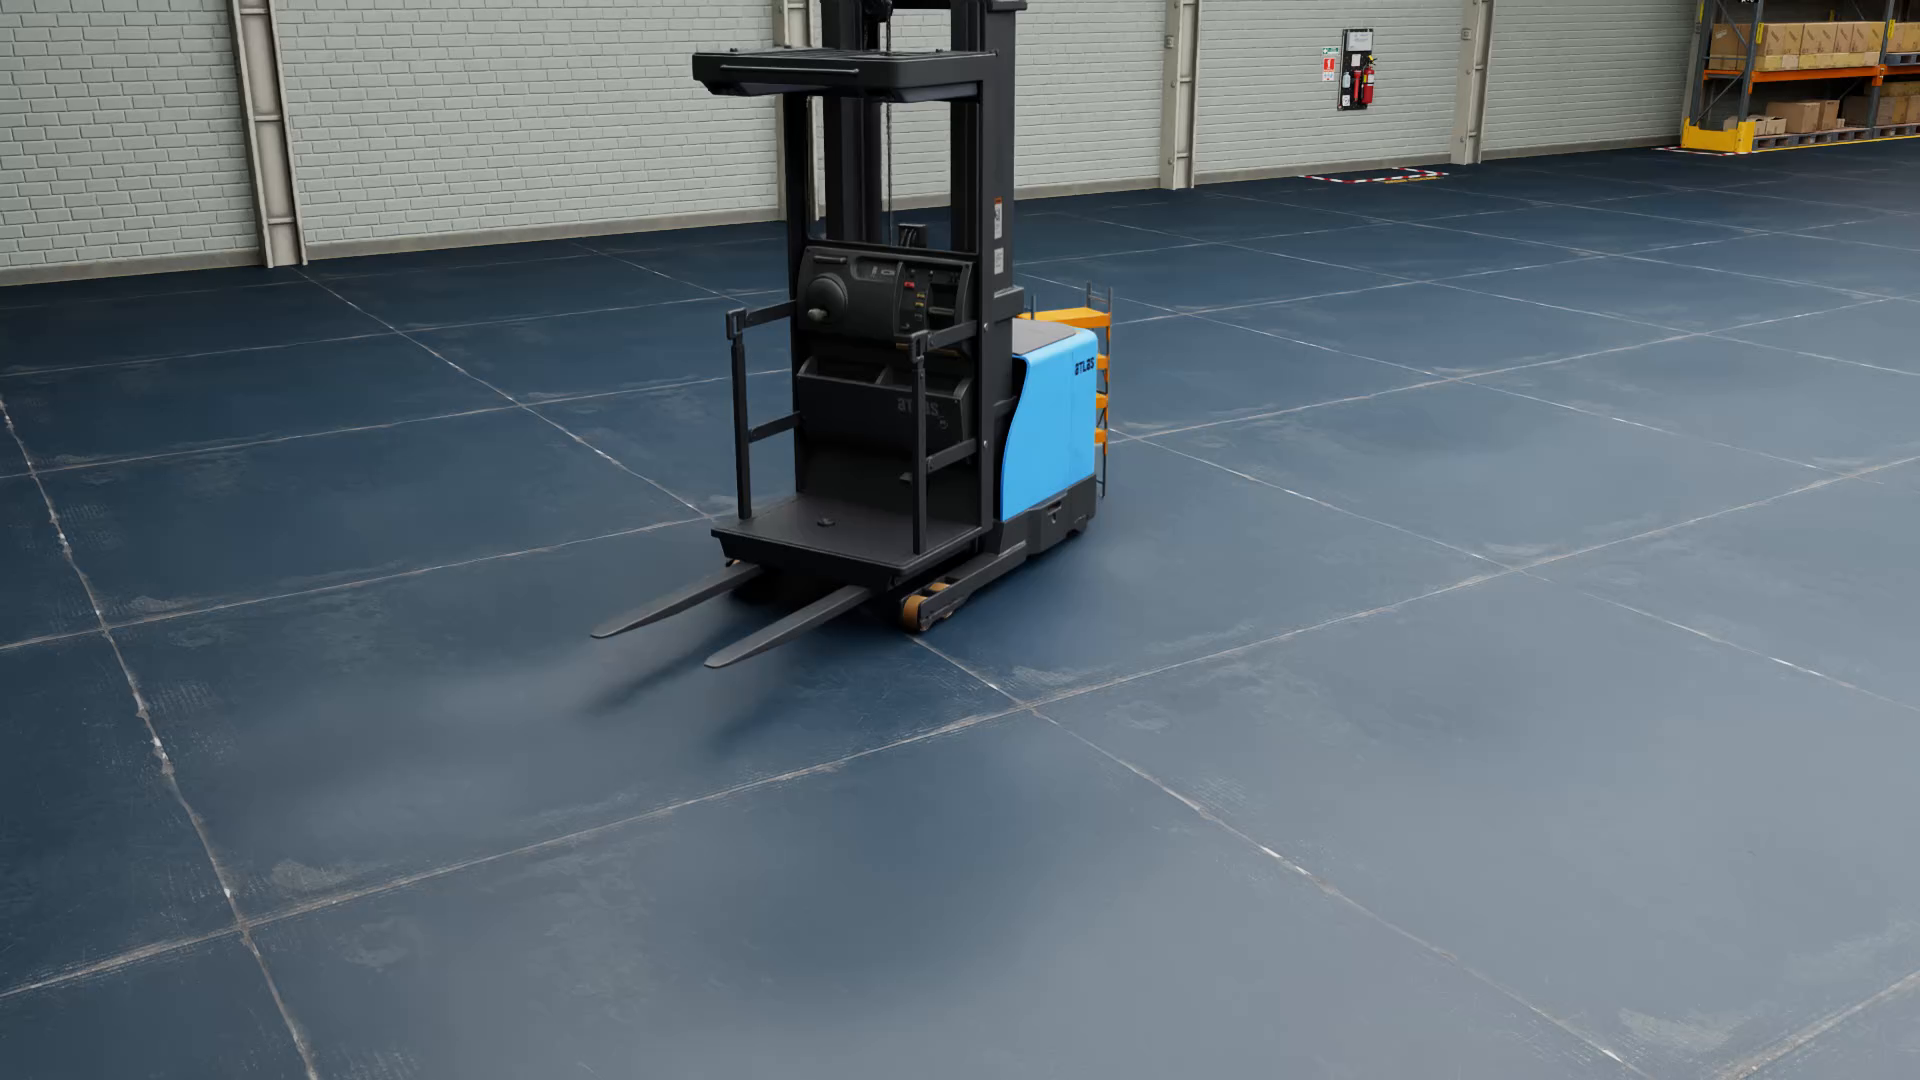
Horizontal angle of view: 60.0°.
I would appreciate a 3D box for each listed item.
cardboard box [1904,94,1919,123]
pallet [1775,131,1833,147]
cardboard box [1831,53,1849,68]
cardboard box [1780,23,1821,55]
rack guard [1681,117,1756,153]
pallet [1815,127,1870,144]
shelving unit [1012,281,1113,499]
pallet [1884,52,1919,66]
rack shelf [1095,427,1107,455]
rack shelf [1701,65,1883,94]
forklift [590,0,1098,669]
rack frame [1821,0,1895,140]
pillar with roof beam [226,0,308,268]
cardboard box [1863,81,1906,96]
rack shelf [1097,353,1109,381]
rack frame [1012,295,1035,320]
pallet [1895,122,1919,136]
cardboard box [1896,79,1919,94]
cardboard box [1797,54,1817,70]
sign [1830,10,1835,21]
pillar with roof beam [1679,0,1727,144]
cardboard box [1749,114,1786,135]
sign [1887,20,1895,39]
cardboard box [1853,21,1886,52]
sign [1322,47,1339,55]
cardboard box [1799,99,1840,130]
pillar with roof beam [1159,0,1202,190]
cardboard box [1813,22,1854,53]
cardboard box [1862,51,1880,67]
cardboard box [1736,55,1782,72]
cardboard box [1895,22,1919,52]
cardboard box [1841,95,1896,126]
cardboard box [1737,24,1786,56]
[{"bbox_3d":[17.759,-8.189,31.500,0.500,0.500,0.700,-12,22,-31],"label":"cardboard box"},{"bbox_3d":[14.740,-7.182,29.659,1.213,0.211,1.003,-12,22,-31],"label":"pallet"},{"bbox_3d":[15.240,-8.443,29.237,0.500,0.250,0.500,-12,22,-32],"label":"cardboard box"},{"bbox_3d":[14.378,-8.614,28.572,0.500,0.500,0.500,-13,22,-33],"label":"cardboard box"},{"bbox_3d":[13.024,-6.972,28.586,0.348,0.500,1.175,-12,22,-31],"label":"rack guard"},{"bbox_3d":[15.760,-7.398,30.299,1.213,0.211,1.003,-12,22,-31],"label":"pallet"},{"bbox_3d":[0.554,-0.801,9.240,0.503,1.200,0.258,-10,21,-27],"label":"shelving unit"},{"bbox_3d":[17.020,-8.852,30.544,1.213,0.211,1.003,-12,22,-31],"label":"pallet"},{"bbox_3d":[0.554,-0.549,9.325,0.480,0.148,0.258,-10,21,-27],"label":"rack shelf"},{"bbox_3d":[14.631,-8.154,29.303,4.000,0.370,1.077,-12,22,-31],"label":"rack shelf"},{"bbox_3d":[-0.466,-1.143,7.549,1.130,2.935,3.031,11,22,29],"label":"forklift"},{"bbox_3d":[16.301,-8.847,30.230,0.127,3.000,1.000,-12,22,-31],"label":"rack frame"},{"bbox_3d":[-4.607,-5.960,12.324,0.400,9.000,9.100,-12,22,-31],"label":"pillar with roof beam"},{"bbox_3d":[17.273,-8.439,31.069,0.500,0.250,0.500,-12,22,-33],"label":"cardboard box"},{"bbox_3d":[0.554,-0.949,9.190,0.480,0.148,0.258,-10,21,-27],"label":"rack shelf"},{"bbox_3d":[0.339,-0.764,9.131,0.015,1.200,0.240,-10,21,-27],"label":"rack frame"},{"bbox_3d":[17.971,-7.880,31.723,1.213,0.211,1.003,-12,22,-31],"label":"pallet"},{"bbox_3d":[18.132,-8.615,31.588,0.500,0.250,0.500,-12,22,-32],"label":"cardboard box"},{"bbox_3d":[14.397,-8.265,28.713,0.500,0.250,0.500,-12,22,-32],"label":"cardboard box"},{"bbox_3d":[15.993,-9.543,30.482,0.005,0.325,0.100,-12,22,-31],"label":"sign"},{"bbox_3d":[15.437,-10.188,24.828,0.400,9.000,9.100,-12,22,-31],"label":"pillar with roof beam"},{"bbox_3d":[14.064,-7.275,29.093,0.500,0.311,0.500,-10,21,-27],"label":"cardboard box"},{"bbox_3d":[16.606,-9.113,29.666,0.005,0.325,0.100,-12,22,-31],"label":"sign"},{"bbox_3d":[16.077,-8.975,29.640,0.500,0.500,0.500,-12,22,-32],"label":"cardboard box"},{"bbox_3d":[5.464,-7.212,24.510,0.331,0.109,0.001,-12,22,-31],"label":"sign"},{"bbox_3d":[15.457,-7.678,29.988,0.500,0.500,0.500,-14,23,-35],"label":"cardboard box"},{"bbox_3d":[5.415,-8.074,18.576,0.400,9.000,9.100,-12,22,-31],"label":"pillar with roof beam"},{"bbox_3d":[15.236,-8.799,29.122,0.500,0.500,0.500,-13,22,-33],"label":"cardboard box"},{"bbox_3d":[16.073,-8.621,29.764,0.500,0.250,0.500,-12,22,-31],"label":"cardboard box"},{"bbox_3d":[13.543,-8.082,28.170,0.500,0.250,0.500,-13,22,-33],"label":"cardboard box"},{"bbox_3d":[17.216,-9.280,30.667,0.500,0.500,0.700,-9,21,-26],"label":"cardboard box"},{"bbox_3d":[16.907,-8.005,30.957,0.500,0.500,0.700,-11,22,-30],"label":"cardboard box"},{"bbox_3d":[13.525,-8.440,28.058,0.500,0.500,0.500,-12,22,-31],"label":"cardboard box"}]
